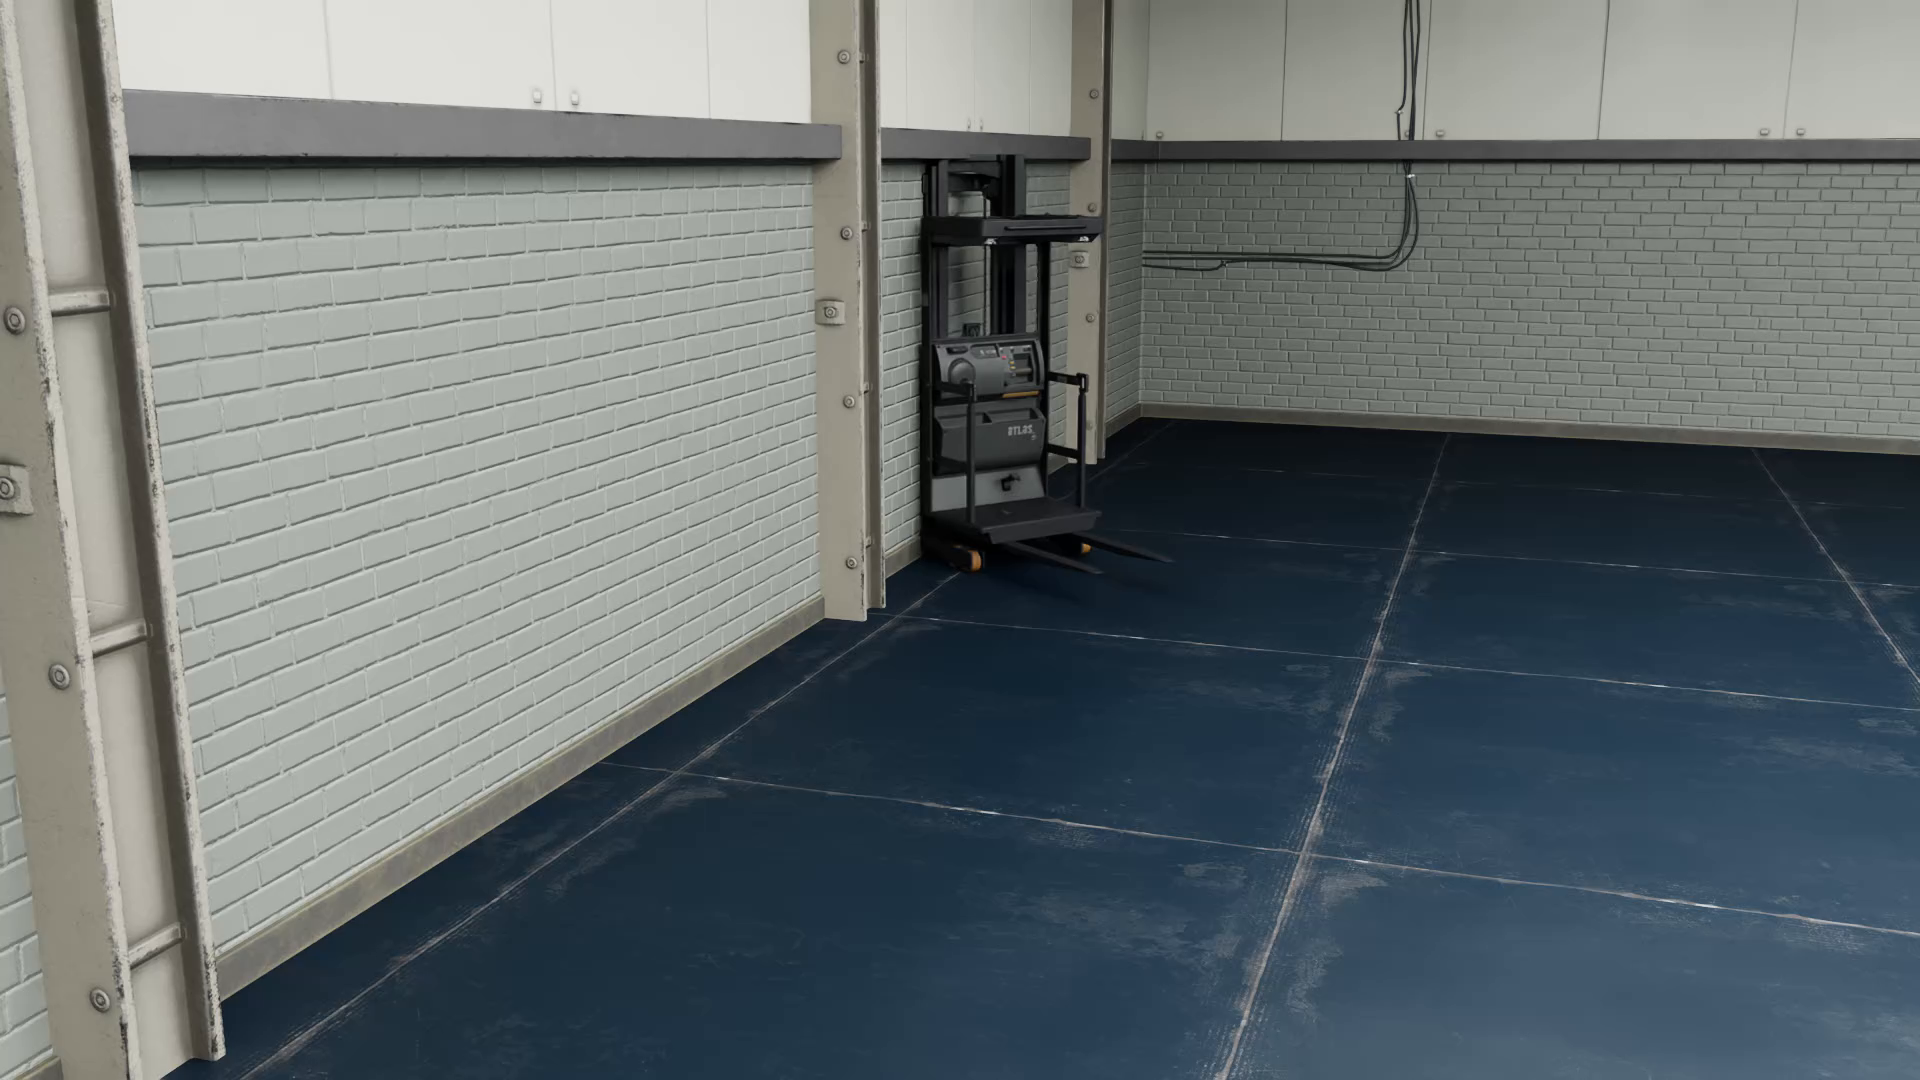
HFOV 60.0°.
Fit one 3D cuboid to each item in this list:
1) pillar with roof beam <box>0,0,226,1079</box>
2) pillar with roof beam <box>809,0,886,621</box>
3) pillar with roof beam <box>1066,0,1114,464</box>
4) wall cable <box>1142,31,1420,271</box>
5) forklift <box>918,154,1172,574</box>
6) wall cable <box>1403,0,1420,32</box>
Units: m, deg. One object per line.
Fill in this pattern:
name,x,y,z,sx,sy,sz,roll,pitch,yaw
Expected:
pillar with roof beam,1.431,-2.343,3.030,9.100,9.000,0.400,4,14,18
pillar with roof beam,3.372,-3.606,8.565,9.100,9.000,0.400,4,14,18
pillar with roof beam,5.313,-4.870,14.100,9.100,9.000,0.400,4,14,18
wall cable,3.444,-4.191,18.104,3.097,2.526,0.112,4,14,18
forklift,0.343,-1.313,12.155,1.130,2.935,3.031,-8,15,-32
wall cable,6.004,-6.458,16.689,3.097,2.526,0.112,4,14,18
